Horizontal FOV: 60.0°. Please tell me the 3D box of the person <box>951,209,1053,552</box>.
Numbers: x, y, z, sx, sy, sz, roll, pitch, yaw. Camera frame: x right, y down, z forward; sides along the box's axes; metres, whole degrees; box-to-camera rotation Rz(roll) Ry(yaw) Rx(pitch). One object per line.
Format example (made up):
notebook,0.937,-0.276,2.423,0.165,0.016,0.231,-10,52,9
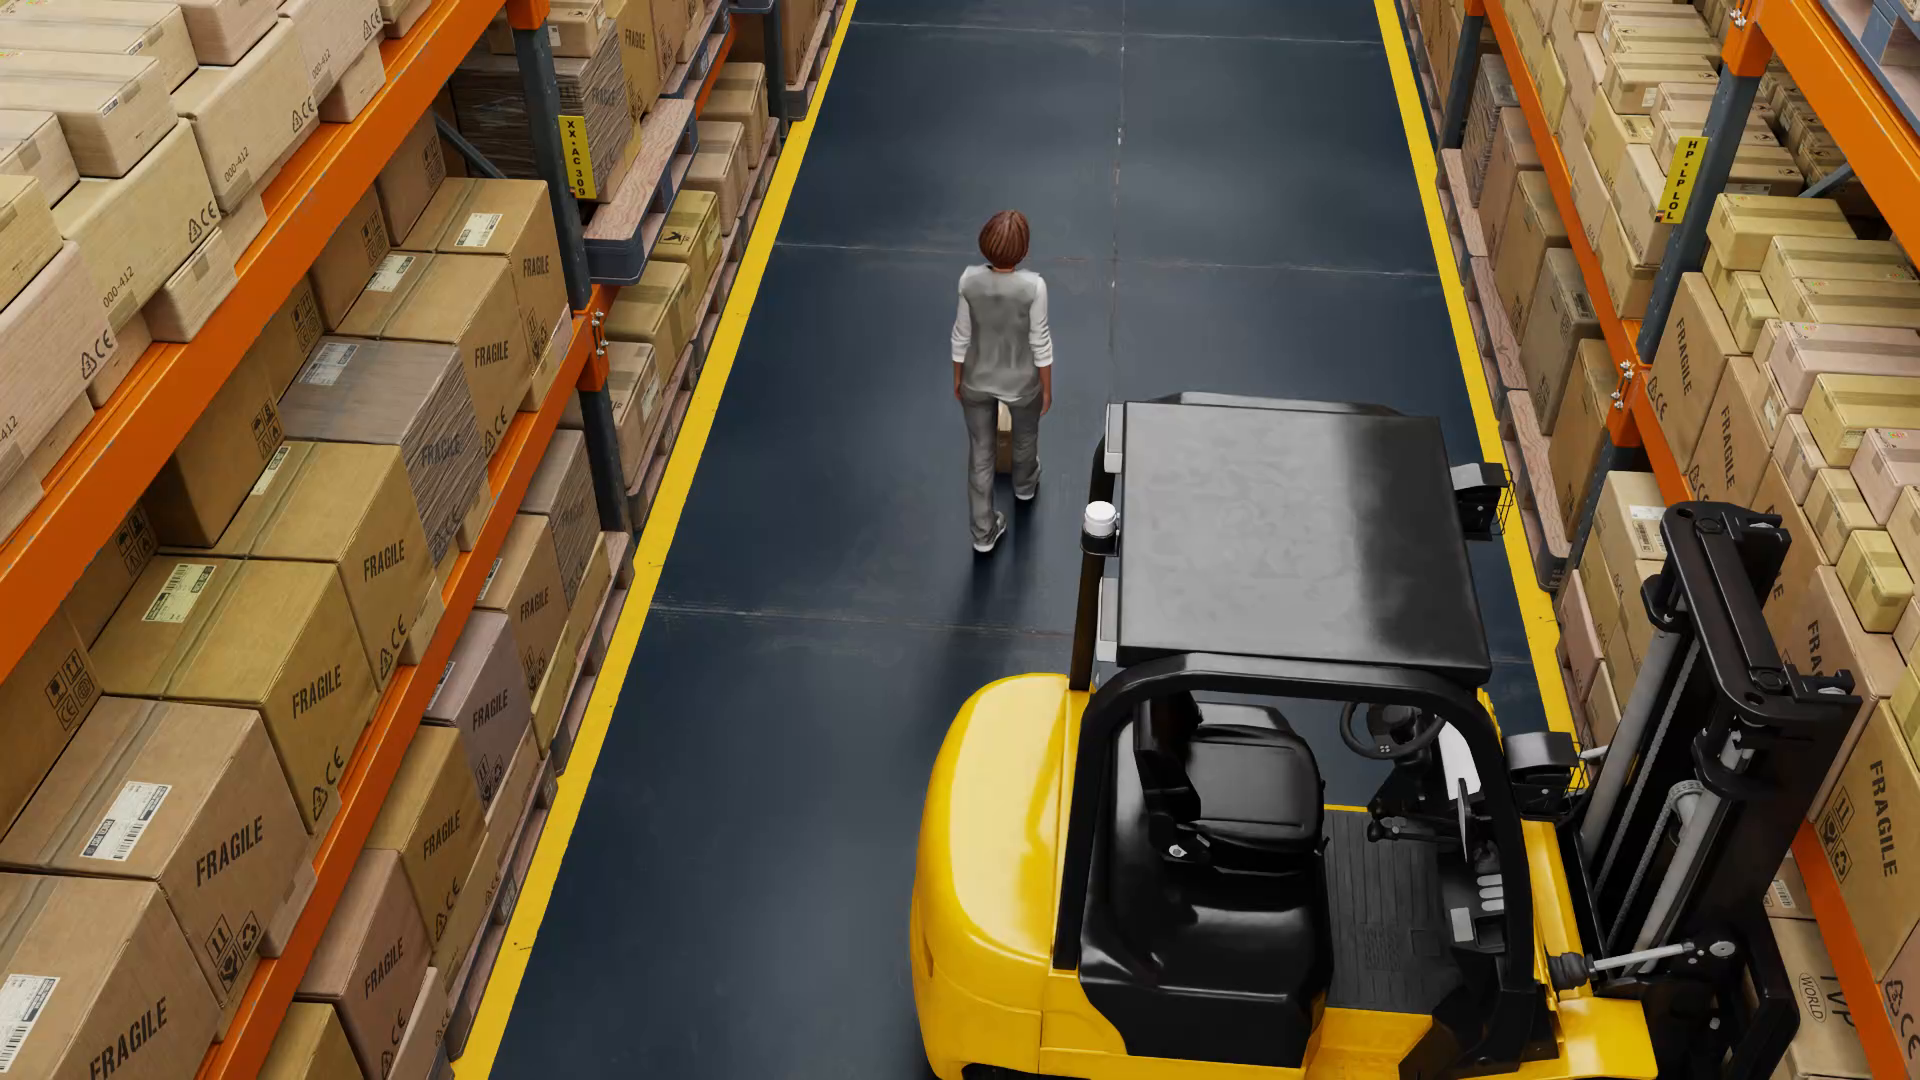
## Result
person,0.194,-0.729,7.006,0.430,1.588,0.685,7,41,8
